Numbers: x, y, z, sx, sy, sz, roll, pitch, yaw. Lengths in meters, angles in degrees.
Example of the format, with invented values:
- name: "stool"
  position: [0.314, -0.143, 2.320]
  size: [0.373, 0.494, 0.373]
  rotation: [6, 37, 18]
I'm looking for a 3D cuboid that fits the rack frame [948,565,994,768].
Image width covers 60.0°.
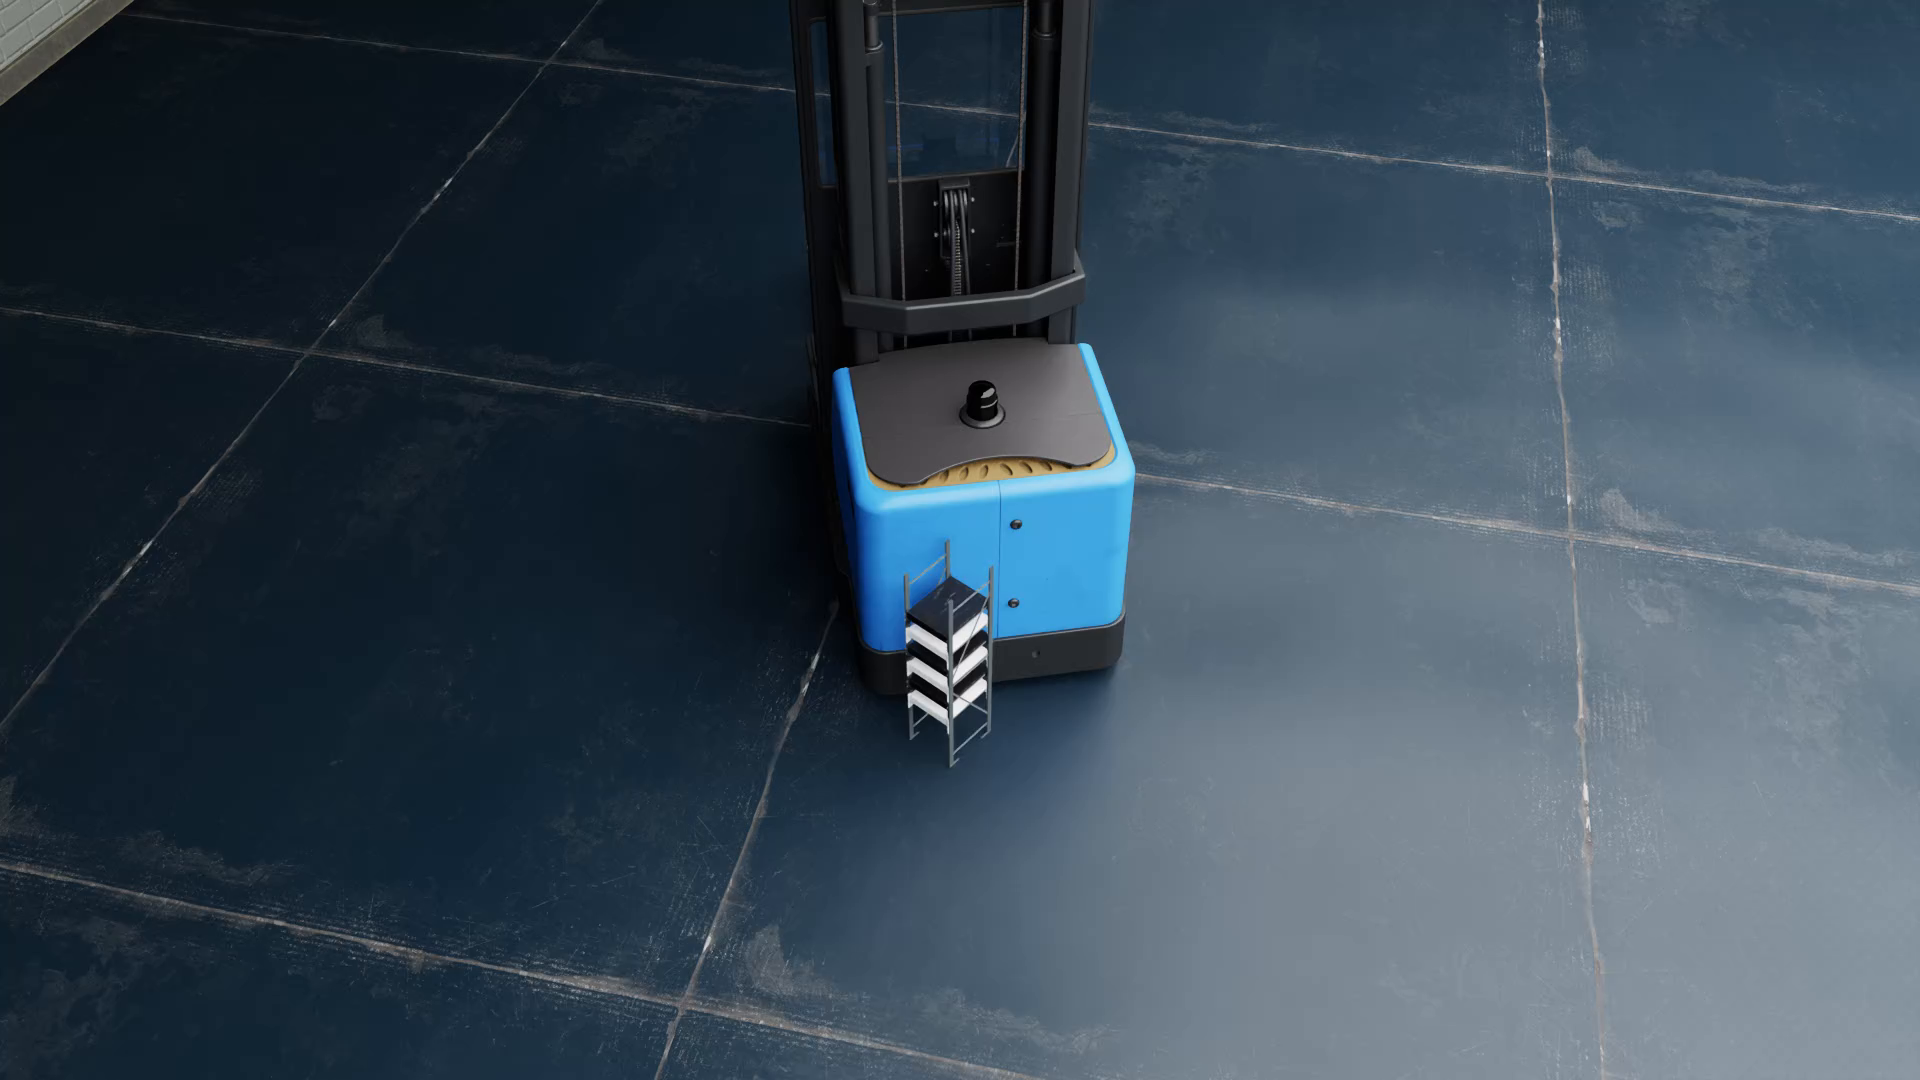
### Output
- name: "rack frame"
  position: [0.038, 0.476, 6.066]
  size: [0.006, 0.900, 0.240]
  rotation: [31, 52, 28]

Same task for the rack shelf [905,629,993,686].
- name: "rack shelf"
  position: [-0.039, 0.390, 6.075]
  size: [0.200, 0.077, 0.258]
  rotation: [31, 52, 28]

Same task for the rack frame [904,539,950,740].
- name: "rack frame"
  position: [-0.116, 0.384, 6.162]
  size: [0.006, 0.900, 0.240]
  rotation: [31, 52, 28]

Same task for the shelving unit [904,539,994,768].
- name: "shelving unit"
  position: [-0.039, 0.430, 6.114]
  size: [0.210, 0.900, 0.258]
  rotation: [31, 52, 28]

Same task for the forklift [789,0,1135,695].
- name: "forklift"
  position: [-0.102, -1.483, 6.638]
  size: [1.130, 2.935, 3.031]
  rotation: [-7, 44, -7]

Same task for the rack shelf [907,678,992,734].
- name: "rack shelf"
  position: [-0.039, 0.584, 6.262]
  size: [0.200, 0.077, 0.258]
  rotation: [31, 52, 28]

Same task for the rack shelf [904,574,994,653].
- name: "rack shelf"
  position: [-0.039, 0.260, 5.950]
  size: [0.200, 0.077, 0.258]
  rotation: [31, 52, 28]

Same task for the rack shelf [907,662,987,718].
- name: "rack shelf"
  position: [-0.039, 0.519, 6.200]
  size: [0.200, 0.077, 0.258]
  rotation: [31, 52, 28]

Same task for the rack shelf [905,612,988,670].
- name: "rack shelf"
  position: [-0.039, 0.325, 6.012]
  size: [0.200, 0.077, 0.258]
  rotation: [31, 52, 28]

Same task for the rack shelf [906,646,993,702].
- name: "rack shelf"
  position: [-0.039, 0.454, 6.137]
  size: [0.200, 0.077, 0.258]
  rotation: [31, 52, 28]
